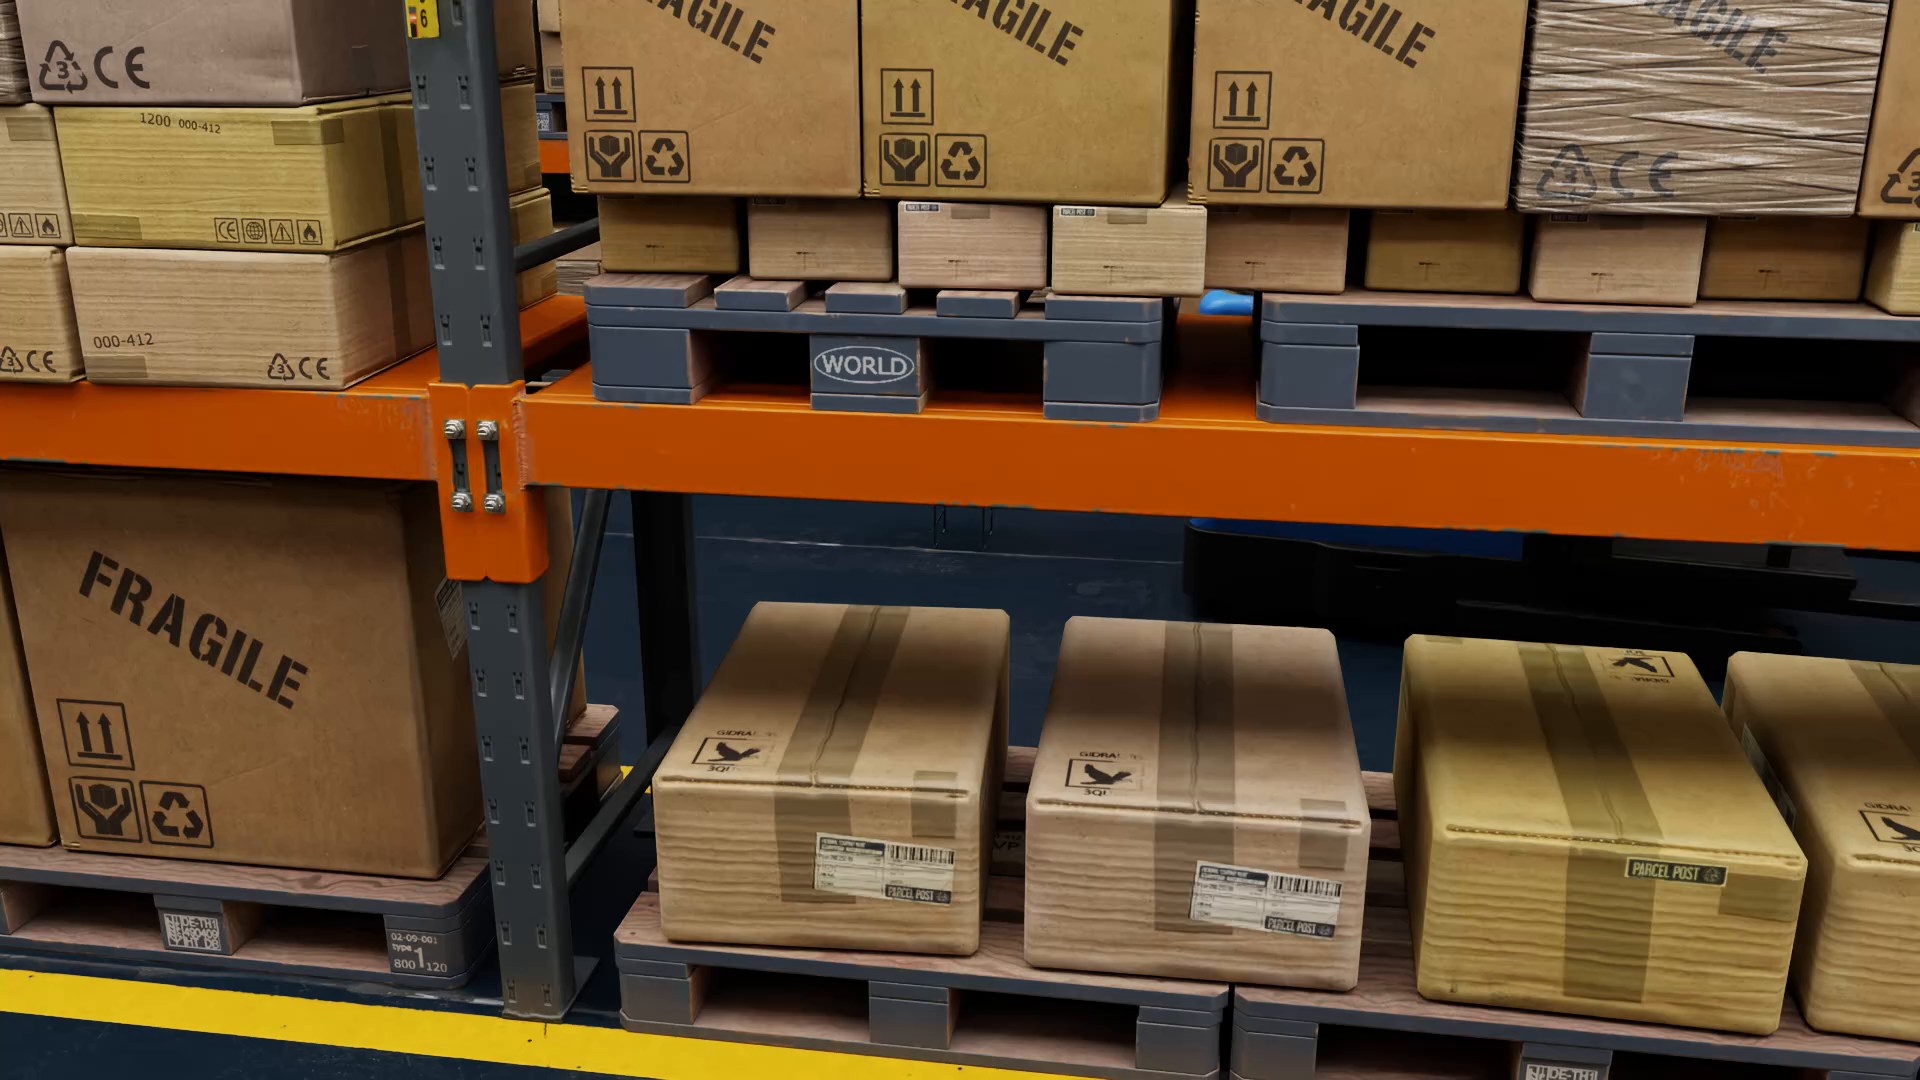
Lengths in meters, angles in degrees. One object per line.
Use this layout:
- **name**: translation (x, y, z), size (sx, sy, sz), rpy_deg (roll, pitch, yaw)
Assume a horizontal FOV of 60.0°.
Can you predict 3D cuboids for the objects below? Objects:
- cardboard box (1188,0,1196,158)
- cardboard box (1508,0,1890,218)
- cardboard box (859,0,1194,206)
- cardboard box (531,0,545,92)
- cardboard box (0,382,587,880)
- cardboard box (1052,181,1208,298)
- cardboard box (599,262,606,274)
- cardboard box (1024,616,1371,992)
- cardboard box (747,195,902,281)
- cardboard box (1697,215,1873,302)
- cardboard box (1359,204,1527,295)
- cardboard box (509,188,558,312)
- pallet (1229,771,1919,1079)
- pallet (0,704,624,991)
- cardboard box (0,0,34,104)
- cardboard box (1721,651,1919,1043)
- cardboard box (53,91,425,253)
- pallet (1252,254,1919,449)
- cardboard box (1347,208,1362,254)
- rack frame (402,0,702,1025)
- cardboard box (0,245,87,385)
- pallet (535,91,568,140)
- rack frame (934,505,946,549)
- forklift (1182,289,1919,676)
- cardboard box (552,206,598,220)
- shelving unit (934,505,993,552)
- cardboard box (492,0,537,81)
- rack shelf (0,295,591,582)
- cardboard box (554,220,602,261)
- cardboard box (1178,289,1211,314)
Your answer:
- **cardboard box**: translation (0.713, -1.004, 3.290), size (0.500, 0.500, 0.500), rpy_deg (2, 19, 5)
- **cardboard box**: translation (1.151, -0.816, 2.728), size (0.500, 0.500, 0.500), rpy_deg (2, 19, 7)
- **cardboard box**: translation (0.133, -0.869, 2.884), size (0.500, 0.500, 0.500), rpy_deg (4, 19, 11)
- **cardboard box**: translation (-2.228, -2.443, 8.059), size (0.500, 0.500, 0.700), rpy_deg (3, 19, 8)
- **cardboard box**: translation (-1.459, 0.147, 3.822), size (0.875, 0.875, 0.875), rpy_deg (3, 19, 8)
- **cardboard box**: translation (0.306, -0.532, 2.901), size (0.250, 0.149, 0.380), rpy_deg (3, 19, 9)
- **cardboard box**: translation (-1.468, -1.177, 8.372), size (0.500, 0.500, 0.500), rpy_deg (4, 19, 11)
- **cardboard box**: translation (0.496, 0.513, 3.522), size (0.625, 0.372, 0.950), rpy_deg (3, 19, 8)
- **cardboard box**: translation (-0.225, -0.581, 3.046), size (0.250, 0.149, 0.380), rpy_deg (2, 19, 5)
- **cardboard box**: translation (1.358, -0.520, 2.863), size (0.250, 0.149, 0.380), rpy_deg (2, 19, 7)
- **cardboard box**: translation (0.842, -0.543, 2.932), size (0.250, 0.149, 0.380), rpy_deg (4, 19, 11)
- **cardboard box**: translation (-1.234, -0.633, 3.703), size (0.500, 0.250, 0.500), rpy_deg (3, 19, 8)
- **pallet**: translation (1.182, 0.824, 3.508), size (1.213, 0.211, 1.003), rpy_deg (3, 19, 9)
- **pallet**: translation (-1.557, 0.659, 4.001), size (1.213, 0.211, 1.003), rpy_deg (3, 19, 9)
- **cardboard box**: translation (-1.850, -1.089, 3.098), size (0.500, 0.500, 0.500), rpy_deg (3, 19, 10)
- **cardboard box**: translation (1.930, 0.587, 3.300), size (0.625, 0.372, 0.950), rpy_deg (4, 19, 12)
- **cardboard box**: translation (-1.309, -0.711, 3.149), size (0.500, 0.250, 0.500), rpy_deg (3, 19, 8)
- **pallet**: translation (1.171, -0.423, 3.141), size (1.213, 0.211, 1.003), rpy_deg (3, 19, 9)
- **cardboard box**: translation (0.852, -0.671, 3.316), size (0.250, 0.149, 0.380), rpy_deg (3, 19, 9)
- **rack frame**: translation (-0.790, -0.600, 3.370), size (0.127, 3.000, 1.000), rpy_deg (3, 19, 9)
- **cardboard box**: translation (-1.838, -0.494, 3.289), size (0.500, 0.250, 0.500), rpy_deg (3, 19, 10)
- **pallet**: translation (-1.928, -2.161, 8.337), size (1.213, 0.211, 1.003), rpy_deg (3, 19, 9)
- **rack frame**: translation (-0.076, -0.573, 6.124), size (0.006, 1.200, 0.240), rpy_deg (3, 19, 9)
- **forklift**: translation (2.320, -1.146, 5.108), size (3.031, 2.935, 1.130), rpy_deg (6, 19, 16)
- **cardboard box**: translation (-2.017, -1.676, 8.840), size (0.250, 0.149, 0.380), rpy_deg (2, 19, 6)
- **shelving unit**: translation (0.014, -0.568, 6.111), size (0.189, 1.200, 0.258), rpy_deg (3, 19, 9)
- **cardboard box**: translation (-1.238, -1.223, 3.498), size (0.500, 0.500, 0.500), rpy_deg (2, 19, 7)
- **rack shelf**: translation (-2.765, -0.360, 3.785), size (4.000, 0.370, 1.077), rpy_deg (3, 19, 9)
- **cardboard box**: translation (-1.839, -1.498, 8.308), size (0.250, 0.149, 0.380), rpy_deg (2, 19, 6)
- **cardboard box**: translation (1.253, -1.162, 8.131), size (0.625, 0.625, 0.875), rpy_deg (4, 19, 10)
